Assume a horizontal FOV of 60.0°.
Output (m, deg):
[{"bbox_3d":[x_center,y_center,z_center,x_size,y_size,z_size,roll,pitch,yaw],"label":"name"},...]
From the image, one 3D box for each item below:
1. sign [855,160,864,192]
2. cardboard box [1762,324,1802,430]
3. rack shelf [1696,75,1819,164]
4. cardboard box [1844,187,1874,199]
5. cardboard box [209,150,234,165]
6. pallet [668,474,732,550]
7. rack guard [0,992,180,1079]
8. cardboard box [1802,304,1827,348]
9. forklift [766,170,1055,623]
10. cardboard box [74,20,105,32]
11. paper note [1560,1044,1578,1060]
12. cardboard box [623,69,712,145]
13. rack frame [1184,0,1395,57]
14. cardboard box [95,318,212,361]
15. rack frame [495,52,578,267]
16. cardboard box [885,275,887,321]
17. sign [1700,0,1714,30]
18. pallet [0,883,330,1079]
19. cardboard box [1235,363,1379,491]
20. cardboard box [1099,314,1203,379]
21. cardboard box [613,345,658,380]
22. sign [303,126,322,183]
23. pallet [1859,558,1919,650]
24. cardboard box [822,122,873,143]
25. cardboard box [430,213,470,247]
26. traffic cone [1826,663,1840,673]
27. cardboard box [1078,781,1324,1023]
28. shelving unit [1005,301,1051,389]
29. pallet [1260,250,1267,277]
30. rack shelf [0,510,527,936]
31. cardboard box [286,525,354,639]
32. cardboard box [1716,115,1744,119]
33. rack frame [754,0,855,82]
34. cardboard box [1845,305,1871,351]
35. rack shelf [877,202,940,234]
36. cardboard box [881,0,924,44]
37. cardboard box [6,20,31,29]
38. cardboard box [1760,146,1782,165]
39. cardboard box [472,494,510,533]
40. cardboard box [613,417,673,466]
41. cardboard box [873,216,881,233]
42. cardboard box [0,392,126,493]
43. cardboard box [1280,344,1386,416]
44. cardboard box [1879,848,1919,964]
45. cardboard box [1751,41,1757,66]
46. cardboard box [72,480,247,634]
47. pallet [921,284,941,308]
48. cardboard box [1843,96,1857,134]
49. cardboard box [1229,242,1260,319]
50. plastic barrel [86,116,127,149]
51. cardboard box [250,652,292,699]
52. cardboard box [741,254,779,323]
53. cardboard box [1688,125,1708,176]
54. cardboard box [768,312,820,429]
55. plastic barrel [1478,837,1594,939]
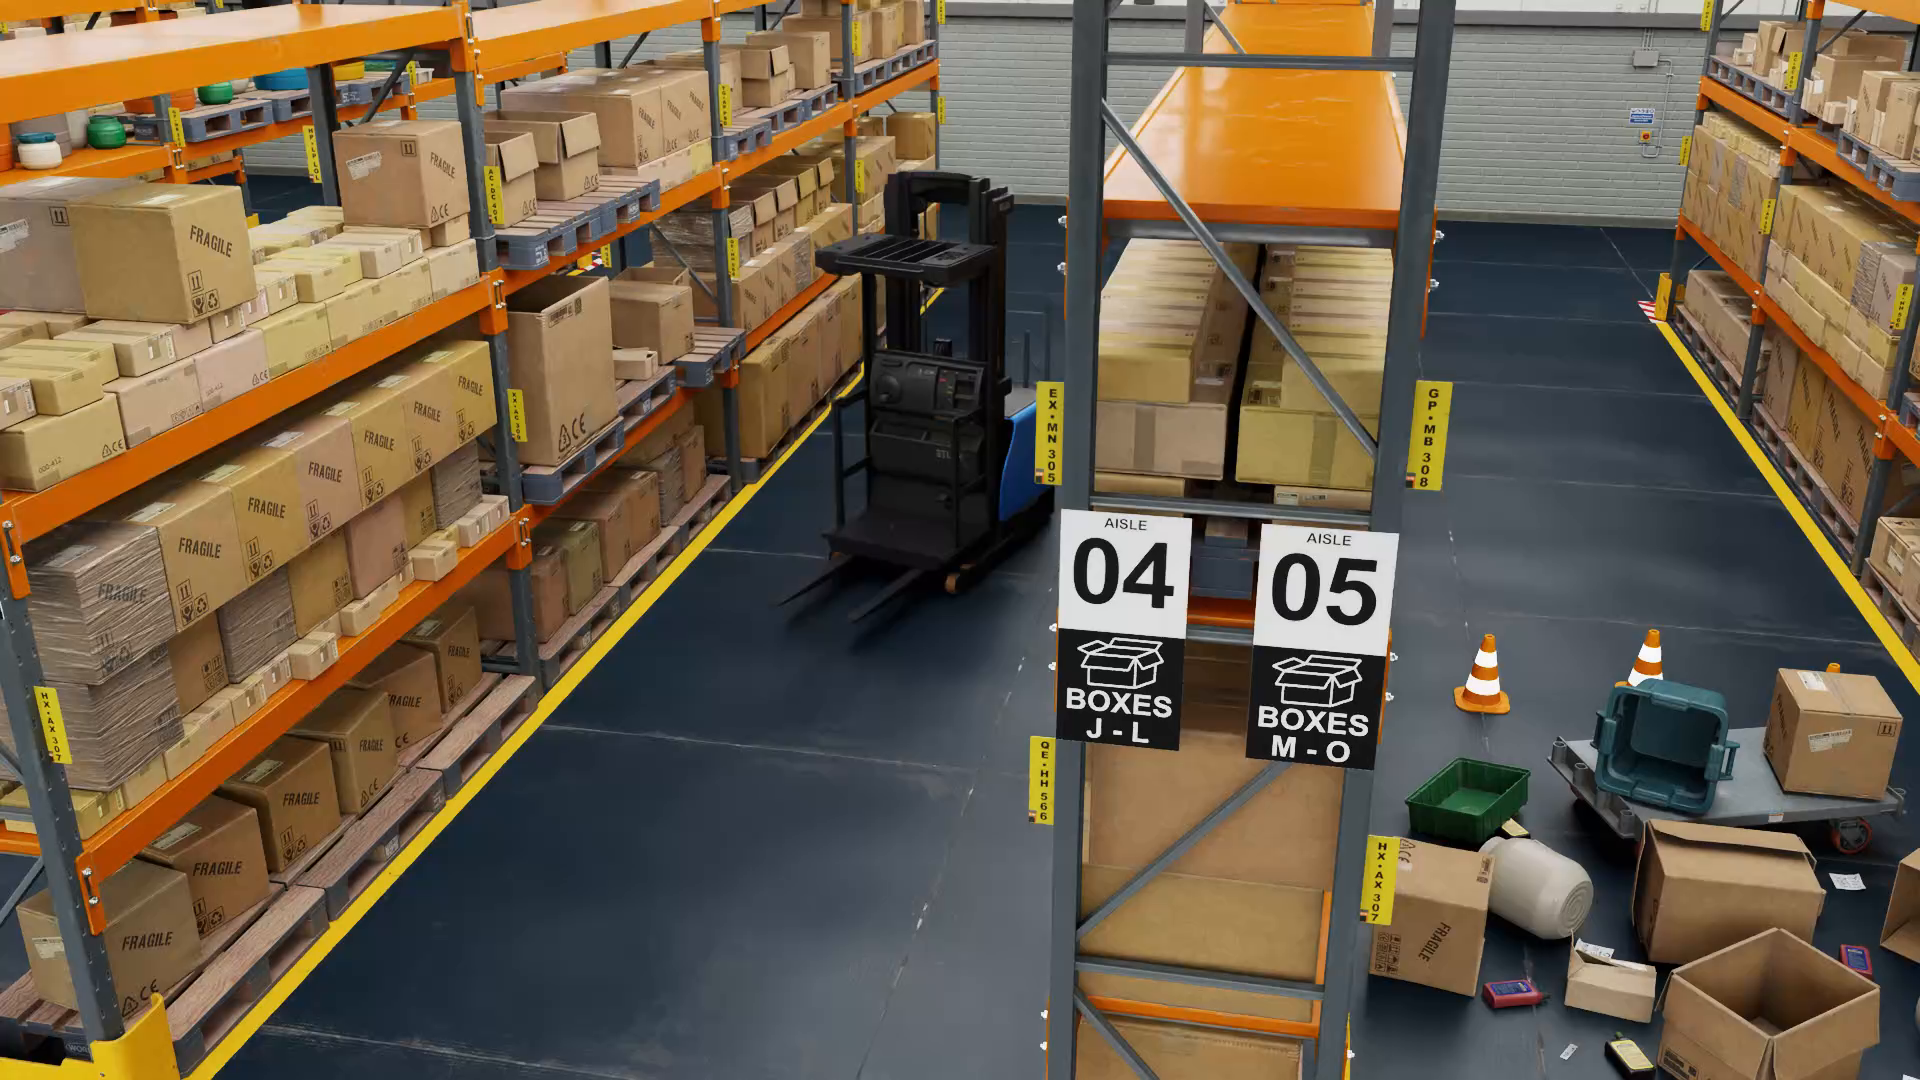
[{"bbox_3d":[-1.045,-3.776,17.271,0.100,0.325,0.005,4,22,11],"label":"sign"},{"bbox_3d":[8.075,-1.535,15.431,0.875,0.875,0.875,5,23,13],"label":"cardboard box"},{"bbox_3d":[8.531,-4.348,17.081,1.077,0.370,4.000,4,22,11],"label":"rack shelf"},{"bbox_3d":[8.278,-2.886,15.032,0.500,0.500,0.500,5,23,13],"label":"cardboard box"},{"bbox_3d":[-10.284,-5.395,22.600,0.500,0.500,0.500,5,23,13],"label":"cardboard box"},{"bbox_3d":[-2.556,-0.272,13.746,1.003,0.211,1.213,4,22,11],"label":"pallet"},{"bbox_3d":[-4.012,2.207,7.206,1.175,0.500,0.348,4,22,11],"label":"rack guard"},{"bbox_3d":[7.439,-1.790,13.984,0.500,0.250,0.500,4,22,10],"label":"cardboard box"},{"bbox_3d":[-0.354,-1.145,12.273,1.130,2.935,3.031,11,25,26],"label":"forklift"},{"bbox_3d":[-10.720,-6.148,20.120,0.500,0.250,0.500,4,22,11],"label":"cardboard box"},{"bbox_3d":[2.769,2.327,7.563,0.032,0.001,0.123,18,28,38],"label":"paper note"},{"bbox_3d":[-2.247,-3.327,12.781,0.500,0.500,0.500,5,22,12],"label":"cardboard box"},{"bbox_3d":[1.624,-2.756,8.151,1.000,3.000,0.127,4,22,11],"label":"rack frame"},{"bbox_3d":[-3.487,-0.887,7.192,0.380,0.149,0.250,4,22,11],"label":"cardboard box"},{"bbox_3d":[-5.611,-5.154,22.136,1.000,3.000,0.127,4,22,11],"label":"rack frame"},{"bbox_3d":[-1.182,-3.087,19.287,0.875,0.875,0.875,4,22,11],"label":"cardboard box"},{"bbox_3d":[8.397,-5.899,18.695,0.100,0.325,0.005,4,22,11],"label":"sign"},{"bbox_3d":[-3.811,2.046,7.991,1.003,0.211,1.213,4,22,11],"label":"pallet"},{"bbox_3d":[1.158,-0.368,5.344,0.500,0.250,0.500,4,22,11],"label":"cardboard box"},{"bbox_3d":[0.597,-0.636,5.476,0.380,0.149,0.250,5,22,11],"label":"cardboard box"},{"bbox_3d":[-2.471,-1.353,12.316,0.396,0.266,0.258,4,22,9],"label":"cardboard box"},{"bbox_3d":[-3.755,-2.243,9.673,0.100,0.325,0.005,4,22,11],"label":"sign"},{"bbox_3d":[7.146,0.484,11.870,1.003,0.211,1.213,4,22,11],"label":"pallet"},{"bbox_3d":[-1.326,-4.665,19.721,0.500,0.500,0.500,4,22,9],"label":"cardboard box"},{"bbox_3d":[-2.994,-1.754,9.345,0.380,0.149,0.250,5,23,13],"label":"cardboard box"},{"bbox_3d":[5.373,0.984,10.291,0.336,0.463,0.334,4,22,11],"label":"traffic cone"},{"bbox_3d":[0.839,1.281,5.957,0.875,0.550,0.550,4,22,11],"label":"cardboard box"},{"bbox_3d":[0.439,-1.213,14.357,0.538,1.500,1.048,5,22,12],"label":"shelving unit"},{"bbox_3d":[1.763,-1.615,9.589,0.805,0.209,1.217,4,22,9],"label":"pallet"},{"bbox_3d":[-3.619,0.677,8.620,1.077,0.370,4.000,4,22,11],"label":"rack shelf"},{"bbox_3d":[-3.646,0.138,8.464,0.875,0.500,0.500,4,22,11],"label":"cardboard box"},{"bbox_3d":[8.612,-4.622,18.475,0.380,0.149,0.250,5,22,12],"label":"cardboard box"},{"bbox_3d":[-1.579,-6.097,16.446,1.000,3.000,0.127,4,22,11],"label":"rack frame"},{"bbox_3d":[7.258,-1.642,12.947,0.500,0.250,0.500,4,22,10],"label":"cardboard box"},{"bbox_3d":[-1.170,-3.712,19.517,1.077,0.370,4.000,4,22,11],"label":"rack shelf"},{"bbox_3d":[-0.816,-6.261,20.040,0.700,0.500,0.500,3,22,8],"label":"cardboard box"},{"bbox_3d":[-11.214,-6.153,19.128,0.700,0.500,0.500,4,22,11],"label":"cardboard box"},{"bbox_3d":[8.129,-3.779,16.381,0.380,0.149,0.250,4,22,10],"label":"cardboard box"},{"bbox_3d":[-2.967,-0.170,10.098,0.380,0.149,0.250,4,22,11],"label":"cardboard box"},{"bbox_3d":[-2.600,-0.801,13.081,0.500,0.250,0.500,7,23,17],"label":"cardboard box"},{"bbox_3d":[-1.086,-3.473,18.297,0.380,0.149,0.250,5,23,13],"label":"cardboard box"},{"bbox_3d":[-3.676,-0.403,6.526,0.500,0.250,0.500,5,22,13],"label":"cardboard box"},{"bbox_3d":[1.187,-0.494,5.122,0.380,0.149,0.250,5,22,12],"label":"cardboard box"},{"bbox_3d":[4.940,1.814,8.177,0.500,0.500,0.500,-16,27,-35],"label":"cardboard box"},{"bbox_3d":[8.585,-5.069,17.332,0.500,0.311,0.500,5,22,12],"label":"cardboard box"},{"bbox_3d":[-3.539,0.064,7.309,0.500,0.500,0.500,4,22,11],"label":"cardboard box"},{"bbox_3d":[-0.849,-3.185,20.979,1.003,0.211,1.213,4,22,11],"label":"pallet"},{"bbox_3d":[7.407,-3.441,13.484,0.396,0.266,0.258,6,23,15],"label":"cardboard box"},{"bbox_3d":[1.046,-1.147,7.279,0.500,0.250,0.500,4,22,10],"label":"cardboard box"},{"bbox_3d":[-7.244,-3.454,14.106,0.294,0.245,0.294,0,22,0],"label":"plastic barrel"},{"bbox_3d":[-3.487,0.648,8.067,0.380,0.149,0.250,4,22,11],"label":"cardboard box"},{"bbox_3d":[-1.926,-2.243,14.774,0.500,0.500,0.500,4,22,9],"label":"cardboard box"},{"bbox_3d":[8.562,-4.378,18.736,0.500,0.500,0.500,4,22,10],"label":"cardboard box"},{"bbox_3d":[-2.044,-1.636,15.683,1.225,0.875,0.875,5,22,11],"label":"cardboard box"},{"bbox_3d":[2.894,1.754,8.432,0.421,0.421,0.512,-16,27,-35],"label":"plastic barrel"}]
